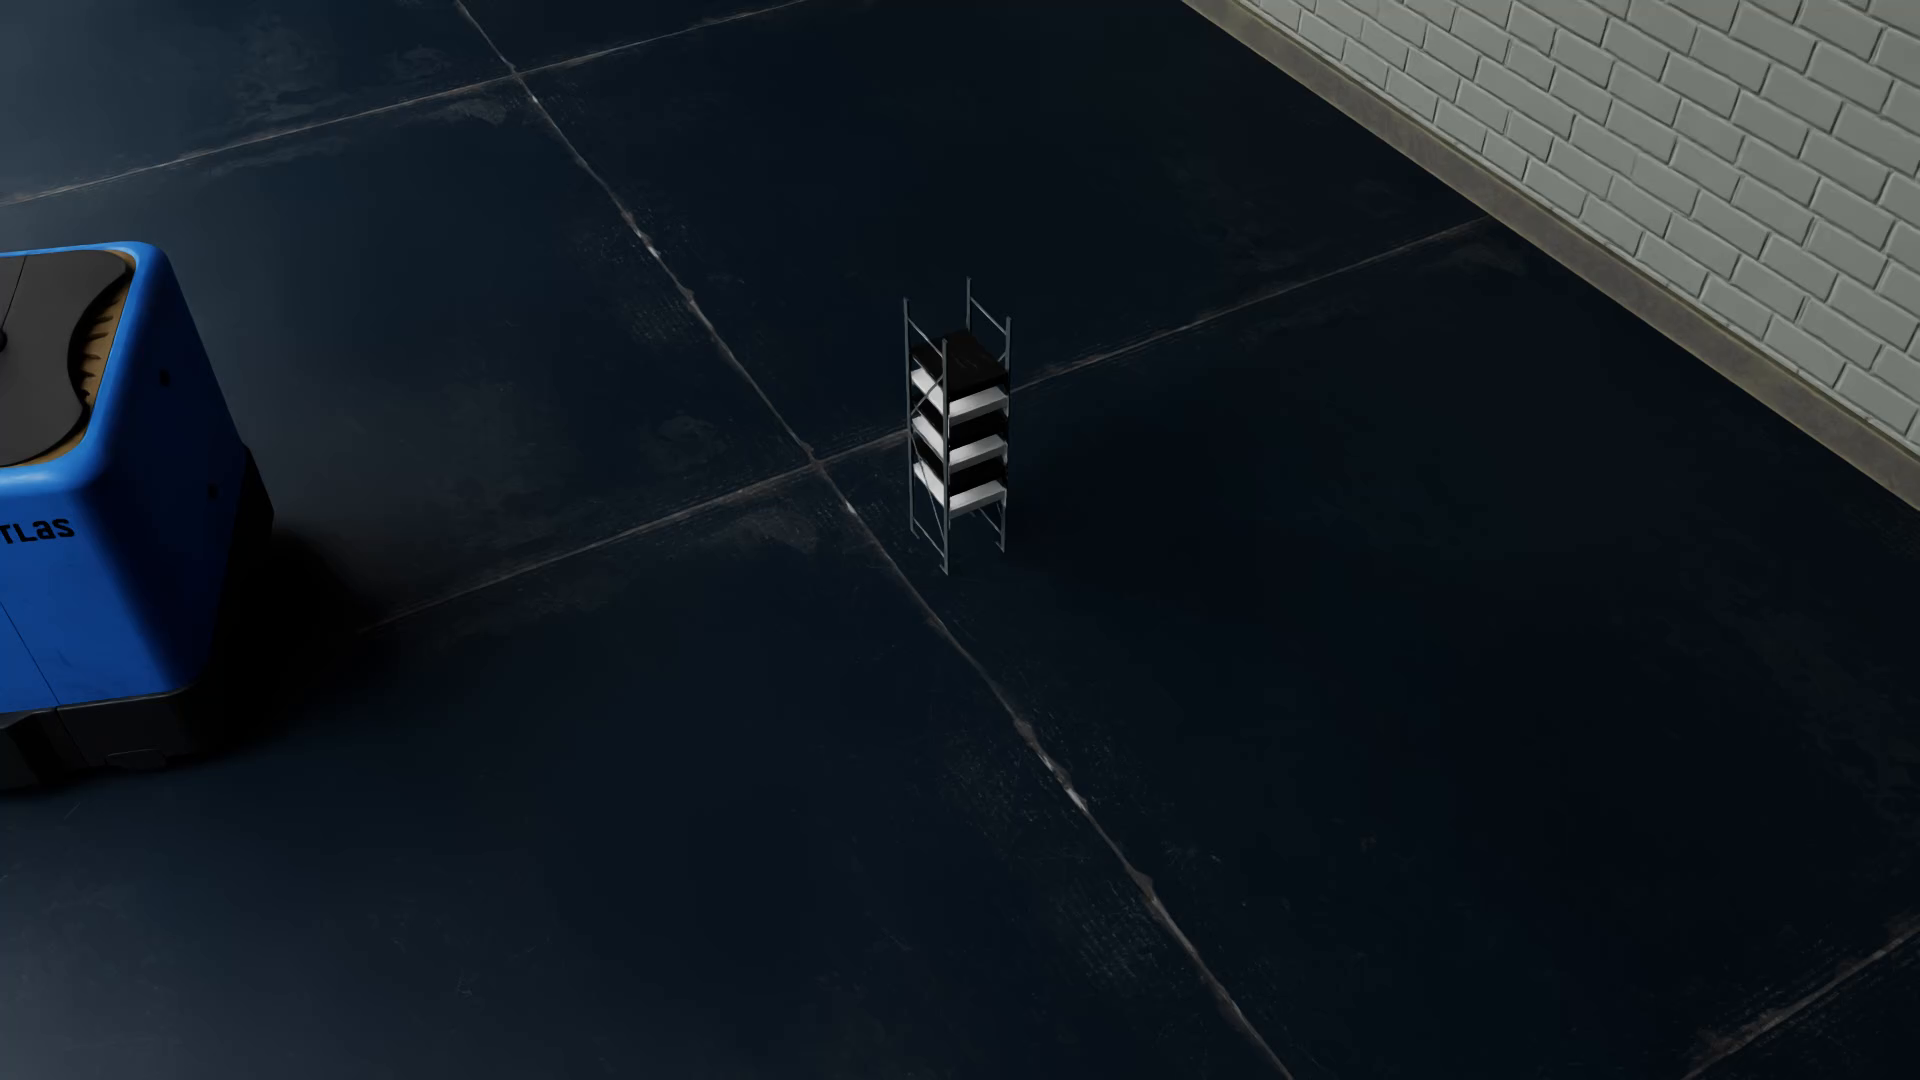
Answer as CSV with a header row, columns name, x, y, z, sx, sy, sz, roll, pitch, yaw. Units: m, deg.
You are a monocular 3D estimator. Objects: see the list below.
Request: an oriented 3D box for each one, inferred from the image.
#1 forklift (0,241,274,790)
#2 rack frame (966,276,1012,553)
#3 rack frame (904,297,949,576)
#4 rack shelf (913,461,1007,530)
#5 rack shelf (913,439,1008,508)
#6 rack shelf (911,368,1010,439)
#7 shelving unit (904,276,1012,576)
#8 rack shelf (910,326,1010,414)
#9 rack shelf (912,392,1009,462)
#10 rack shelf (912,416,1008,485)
name,x,y,z,sx,sy,sz,roll,pitch,yaw
forklift,-3.573,-0.603,3.767,3.031,2.935,1.130,-7,45,-7
rack frame,0.081,-0.355,4.970,0.006,0.900,0.240,-22,48,-21
rack frame,-0.095,-0.285,4.897,0.006,0.900,0.240,-22,48,-21
rack shelf,-0.007,-0.167,5.082,0.200,0.077,0.258,-22,48,-21
rack shelf,-0.007,-0.232,5.020,0.200,0.077,0.258,-22,48,-21
rack shelf,-0.007,-0.425,4.832,0.200,0.077,0.258,-22,48,-21
shelving unit,-0.007,-0.320,4.934,0.210,0.900,0.258,-22,48,-21
rack shelf,-0.007,-0.490,4.769,0.200,0.077,0.258,-22,48,-21
rack shelf,-0.007,-0.361,4.894,0.200,0.077,0.258,-22,48,-21
rack shelf,-0.007,-0.296,4.957,0.200,0.077,0.258,-22,48,-21
